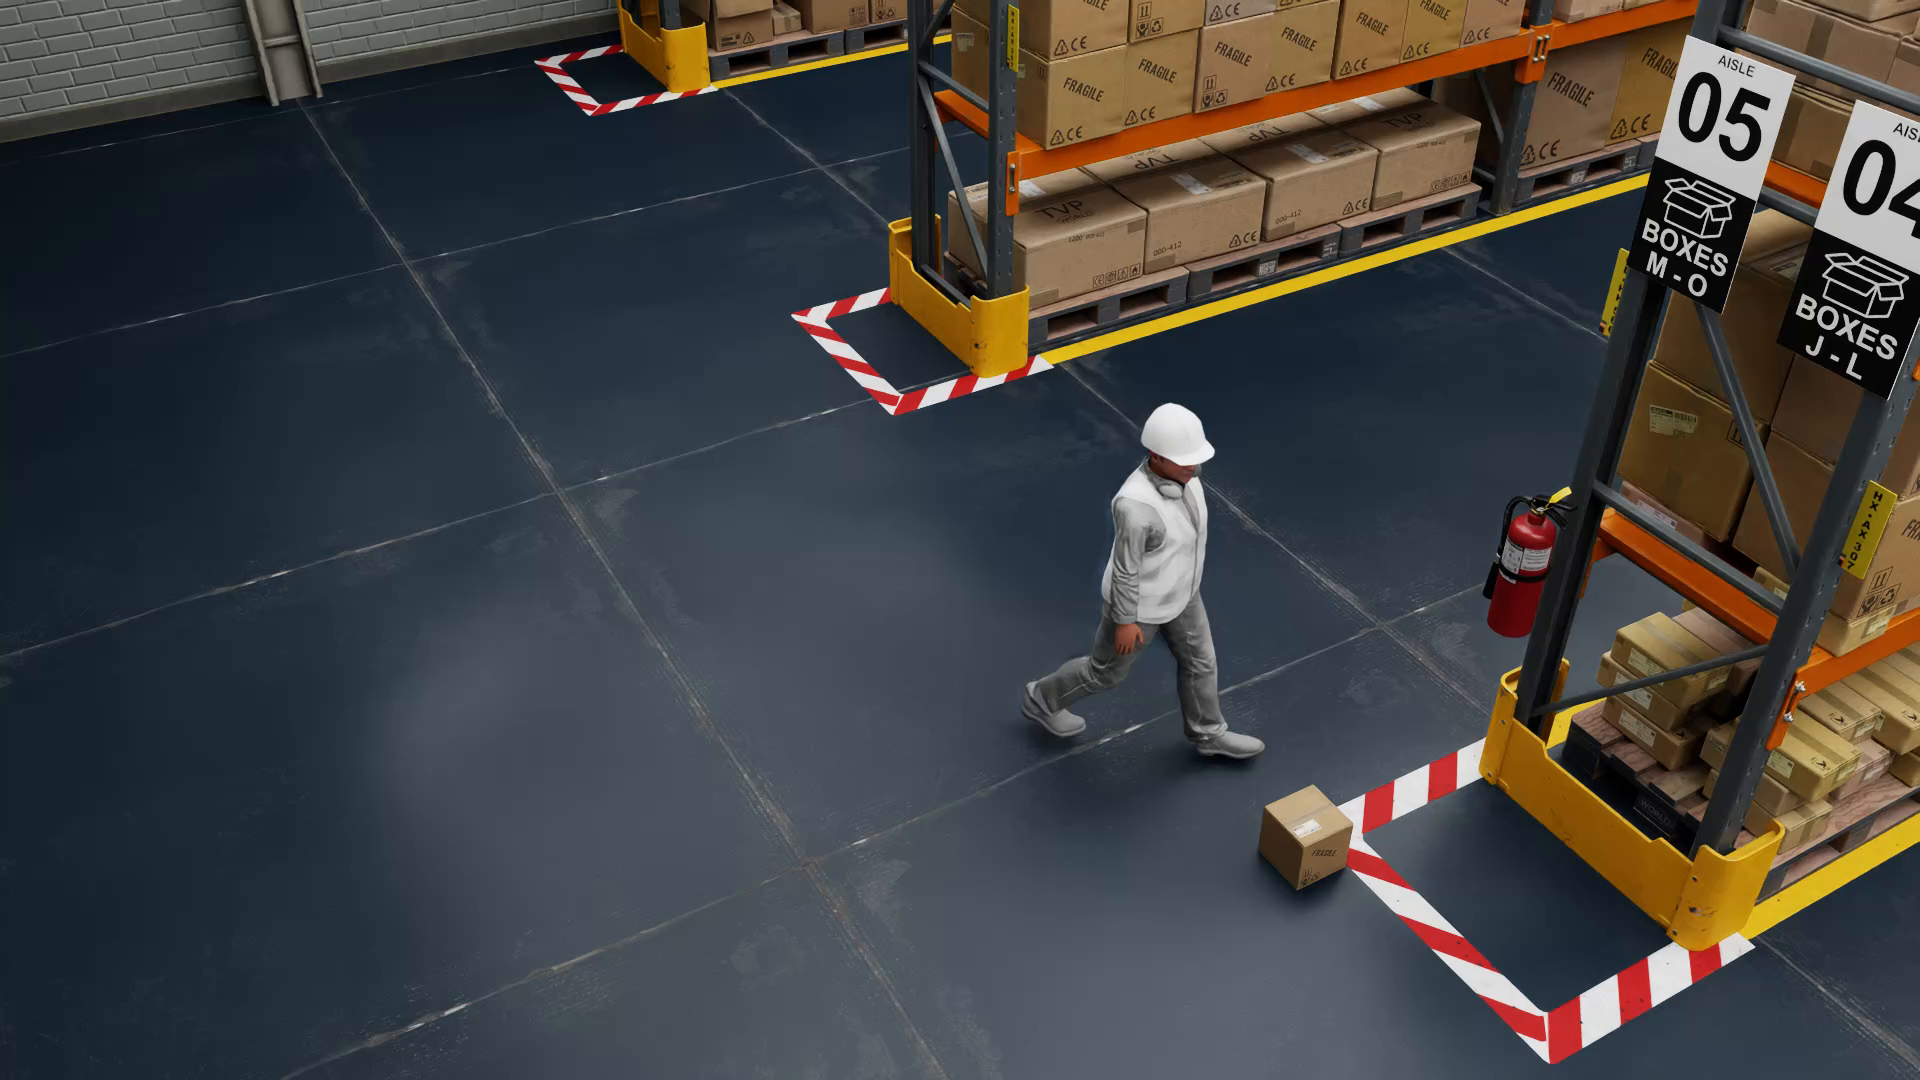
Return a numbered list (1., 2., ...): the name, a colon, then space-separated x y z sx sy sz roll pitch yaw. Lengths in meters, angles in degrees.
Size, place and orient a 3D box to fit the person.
1. person: 0.770 0.192 6.669 1.000 1.740 0.598 20 41 25
